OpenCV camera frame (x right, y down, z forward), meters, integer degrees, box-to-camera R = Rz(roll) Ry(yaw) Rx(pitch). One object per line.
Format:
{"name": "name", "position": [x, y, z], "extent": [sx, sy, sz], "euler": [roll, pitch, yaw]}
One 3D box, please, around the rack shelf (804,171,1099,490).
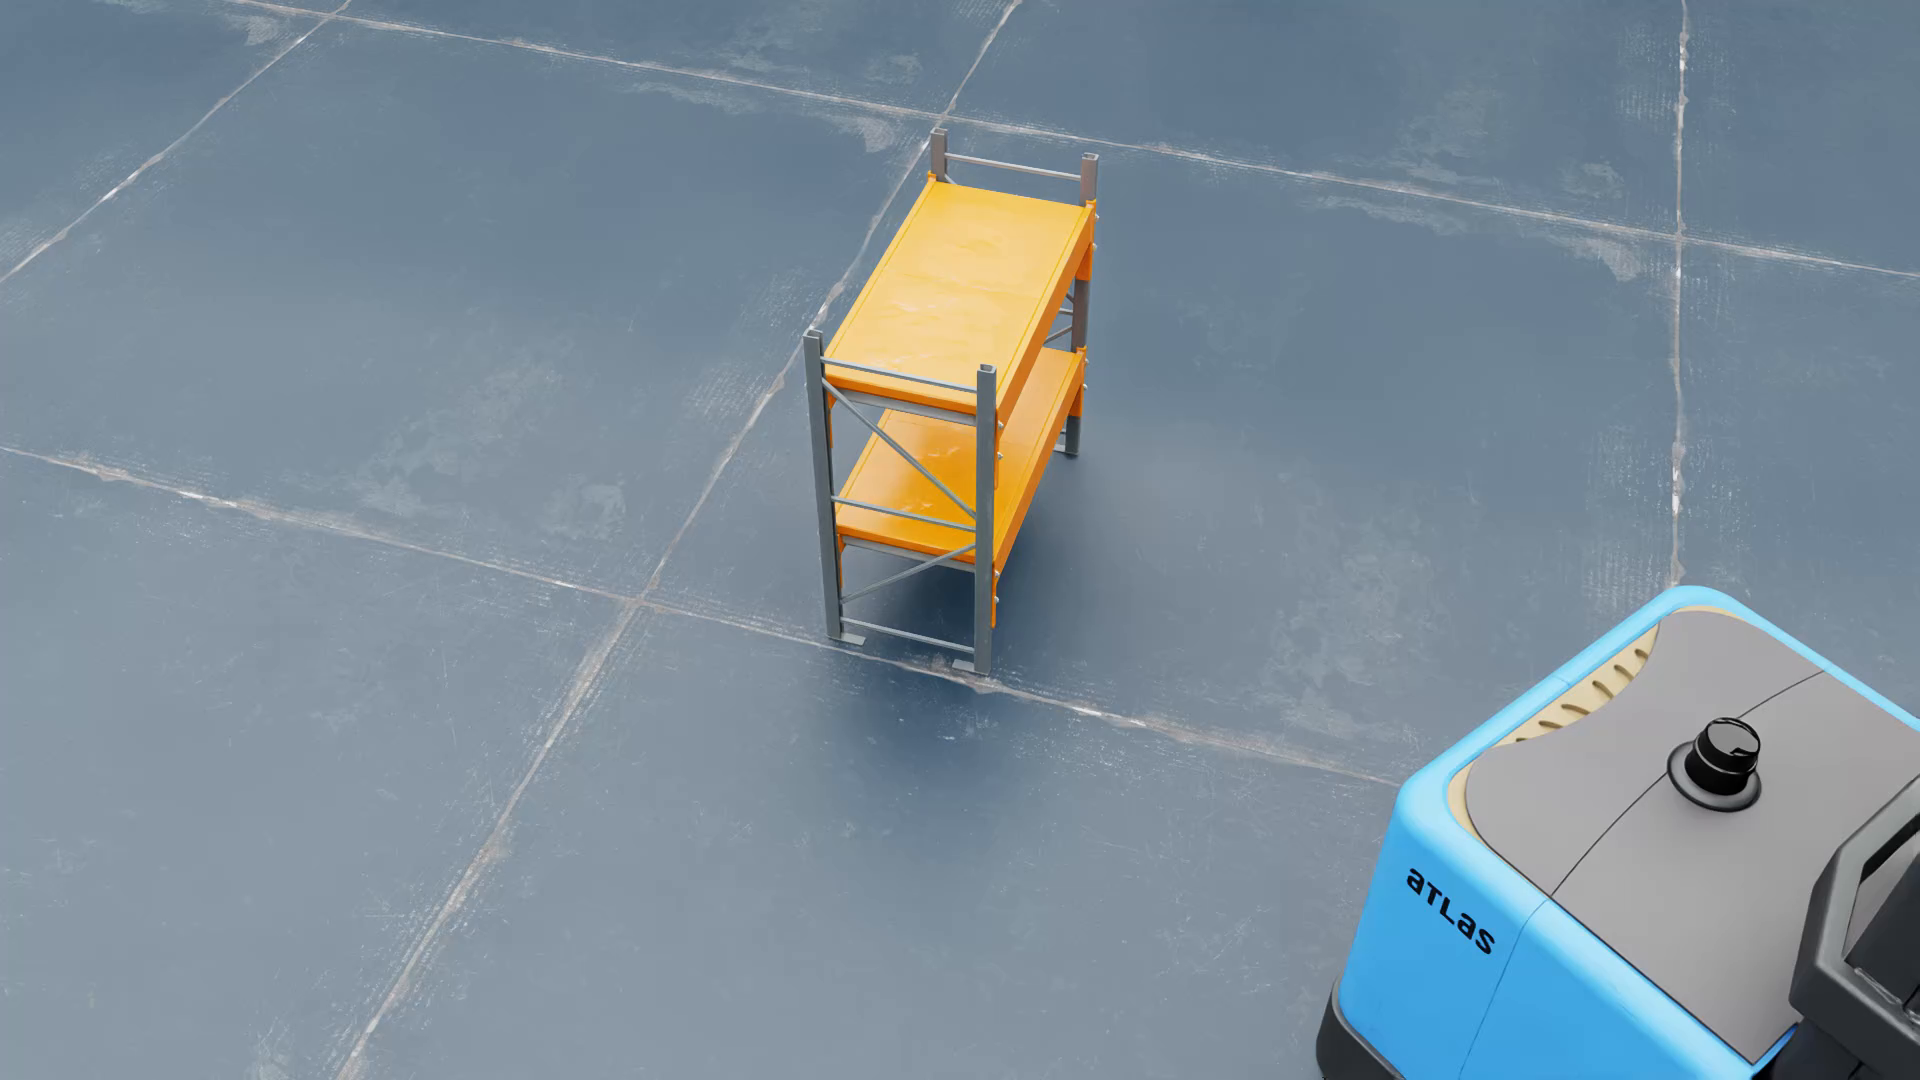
{"name": "rack shelf", "position": [0.002, -0.616, 4.656], "extent": [0.538, 0.278, 1.000], "euler": [13, 46, 13]}

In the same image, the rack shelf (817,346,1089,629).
{"name": "rack shelf", "position": [0.002, -0.232, 5.032], "extent": [0.538, 0.278, 1.000], "euler": [13, 46, 13]}

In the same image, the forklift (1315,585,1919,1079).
{"name": "forklift", "position": [2.136, 0.815, 2.322], "extent": [1.130, 2.935, 3.031], "euler": [-28, 51, -26]}

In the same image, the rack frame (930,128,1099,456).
{"name": "rack frame", "position": [0.156, -0.745, 5.207], "extent": [0.500, 1.125, 0.032], "euler": [13, 46, 13]}

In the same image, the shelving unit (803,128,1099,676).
{"name": "shelving unit", "position": [0.002, -0.407, 4.861], "extent": [0.538, 1.125, 1.048], "euler": [13, 46, 13]}

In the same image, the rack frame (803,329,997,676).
{"name": "rack frame", "position": [-0.152, -0.068, 4.515], "extent": [0.500, 1.125, 0.032], "euler": [13, 46, 13]}
